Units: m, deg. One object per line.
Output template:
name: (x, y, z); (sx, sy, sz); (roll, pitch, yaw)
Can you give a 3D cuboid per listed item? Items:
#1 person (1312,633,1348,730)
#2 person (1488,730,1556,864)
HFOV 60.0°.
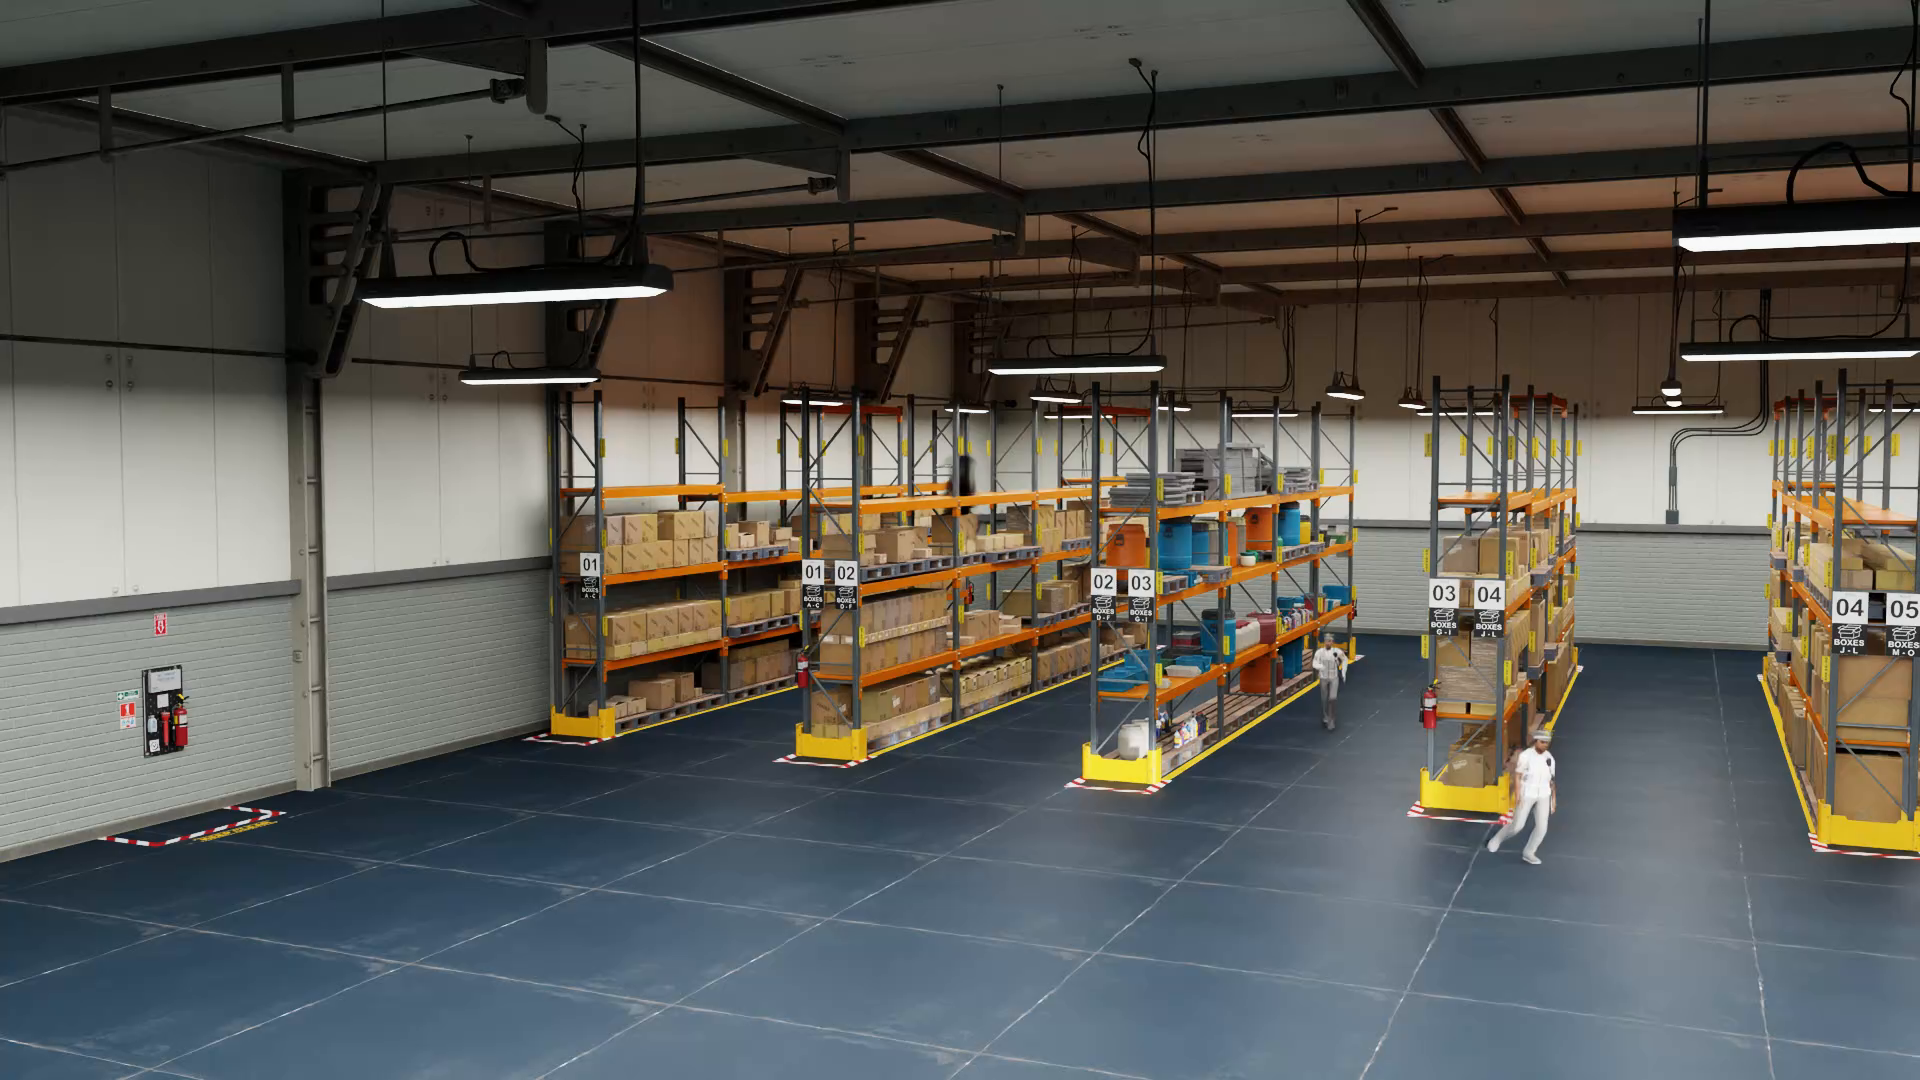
person: (6.609, 2.518, 29.744); (0.597, 1.739, 0.809); (1, 3, 18)
person: (6.805, 3.069, 20.079); (0.728, 1.618, 0.538); (0, 3, -4)
